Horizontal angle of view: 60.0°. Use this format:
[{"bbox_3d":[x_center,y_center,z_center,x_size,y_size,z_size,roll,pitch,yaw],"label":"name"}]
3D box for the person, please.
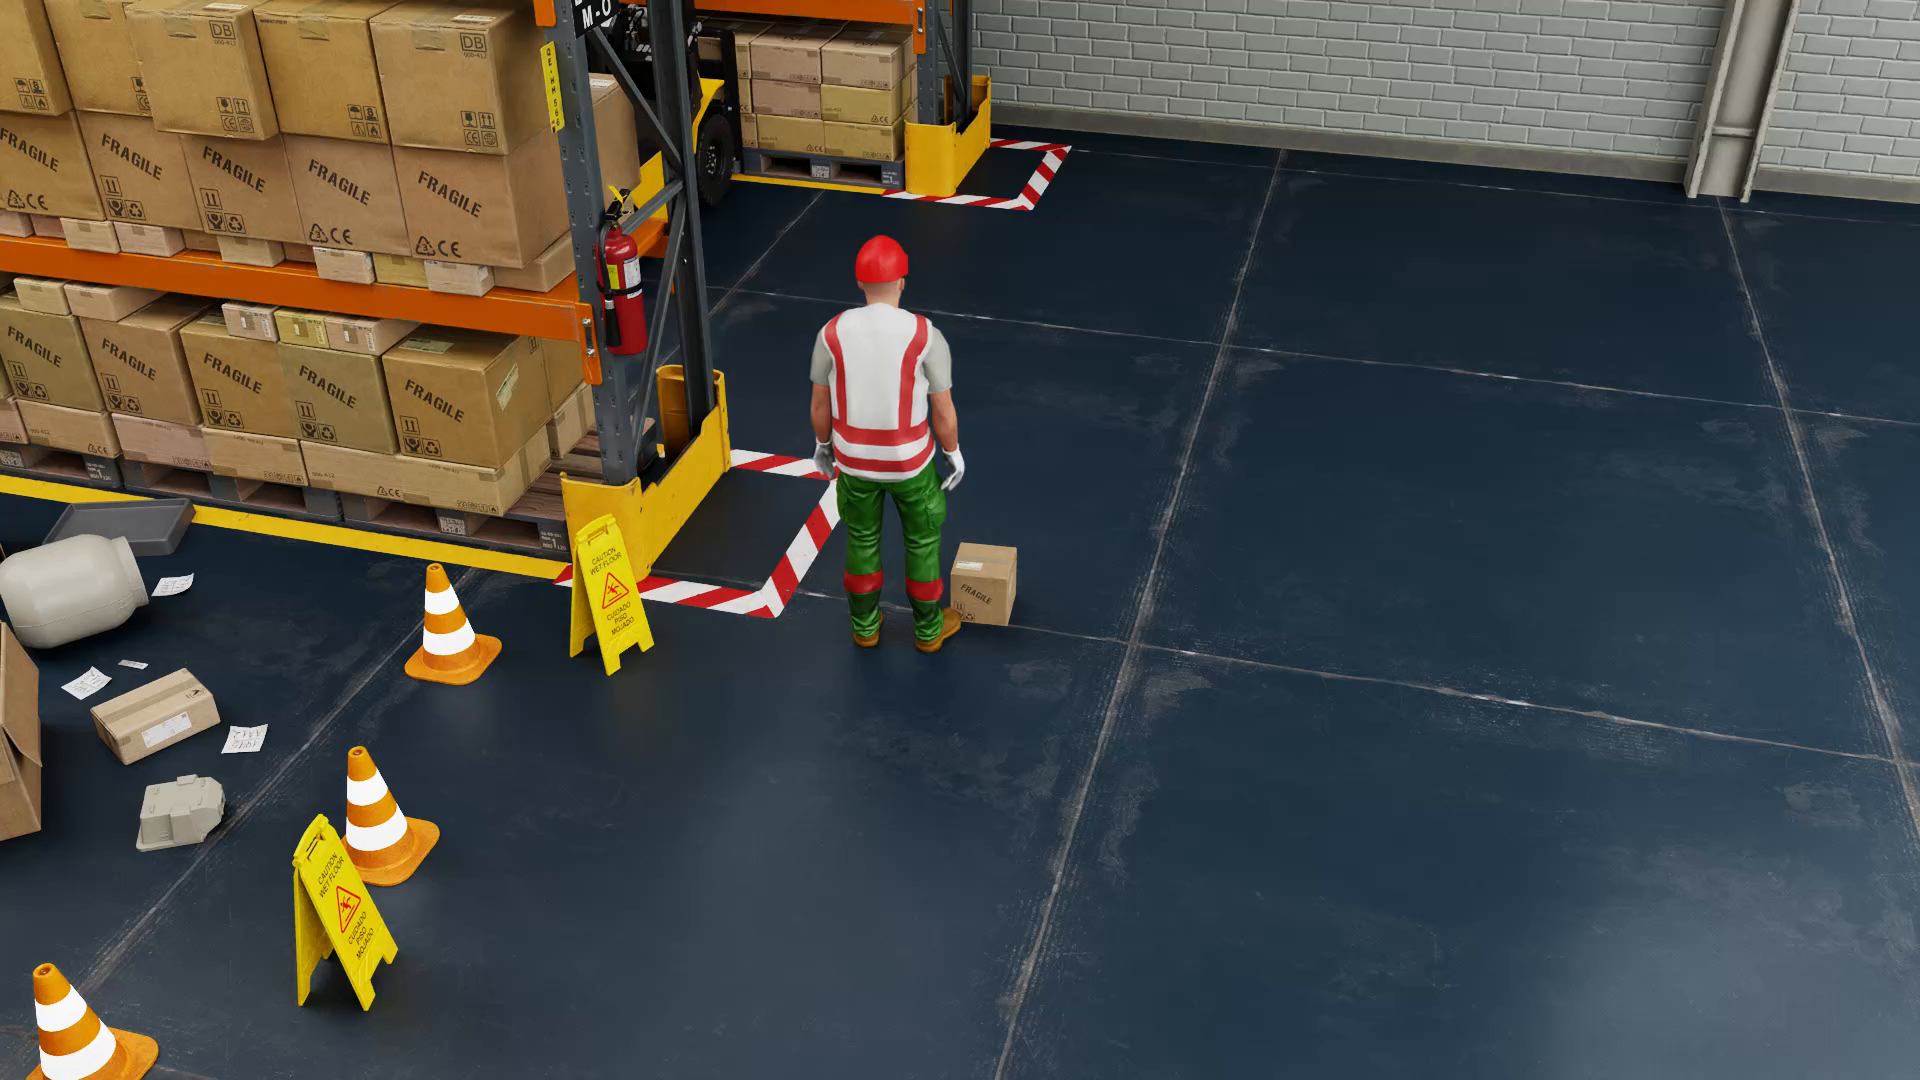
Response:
[{"bbox_3d":[-0.288,-0.350,6.673,0.618,1.779,0.455,6,33,9],"label":"person"}]
